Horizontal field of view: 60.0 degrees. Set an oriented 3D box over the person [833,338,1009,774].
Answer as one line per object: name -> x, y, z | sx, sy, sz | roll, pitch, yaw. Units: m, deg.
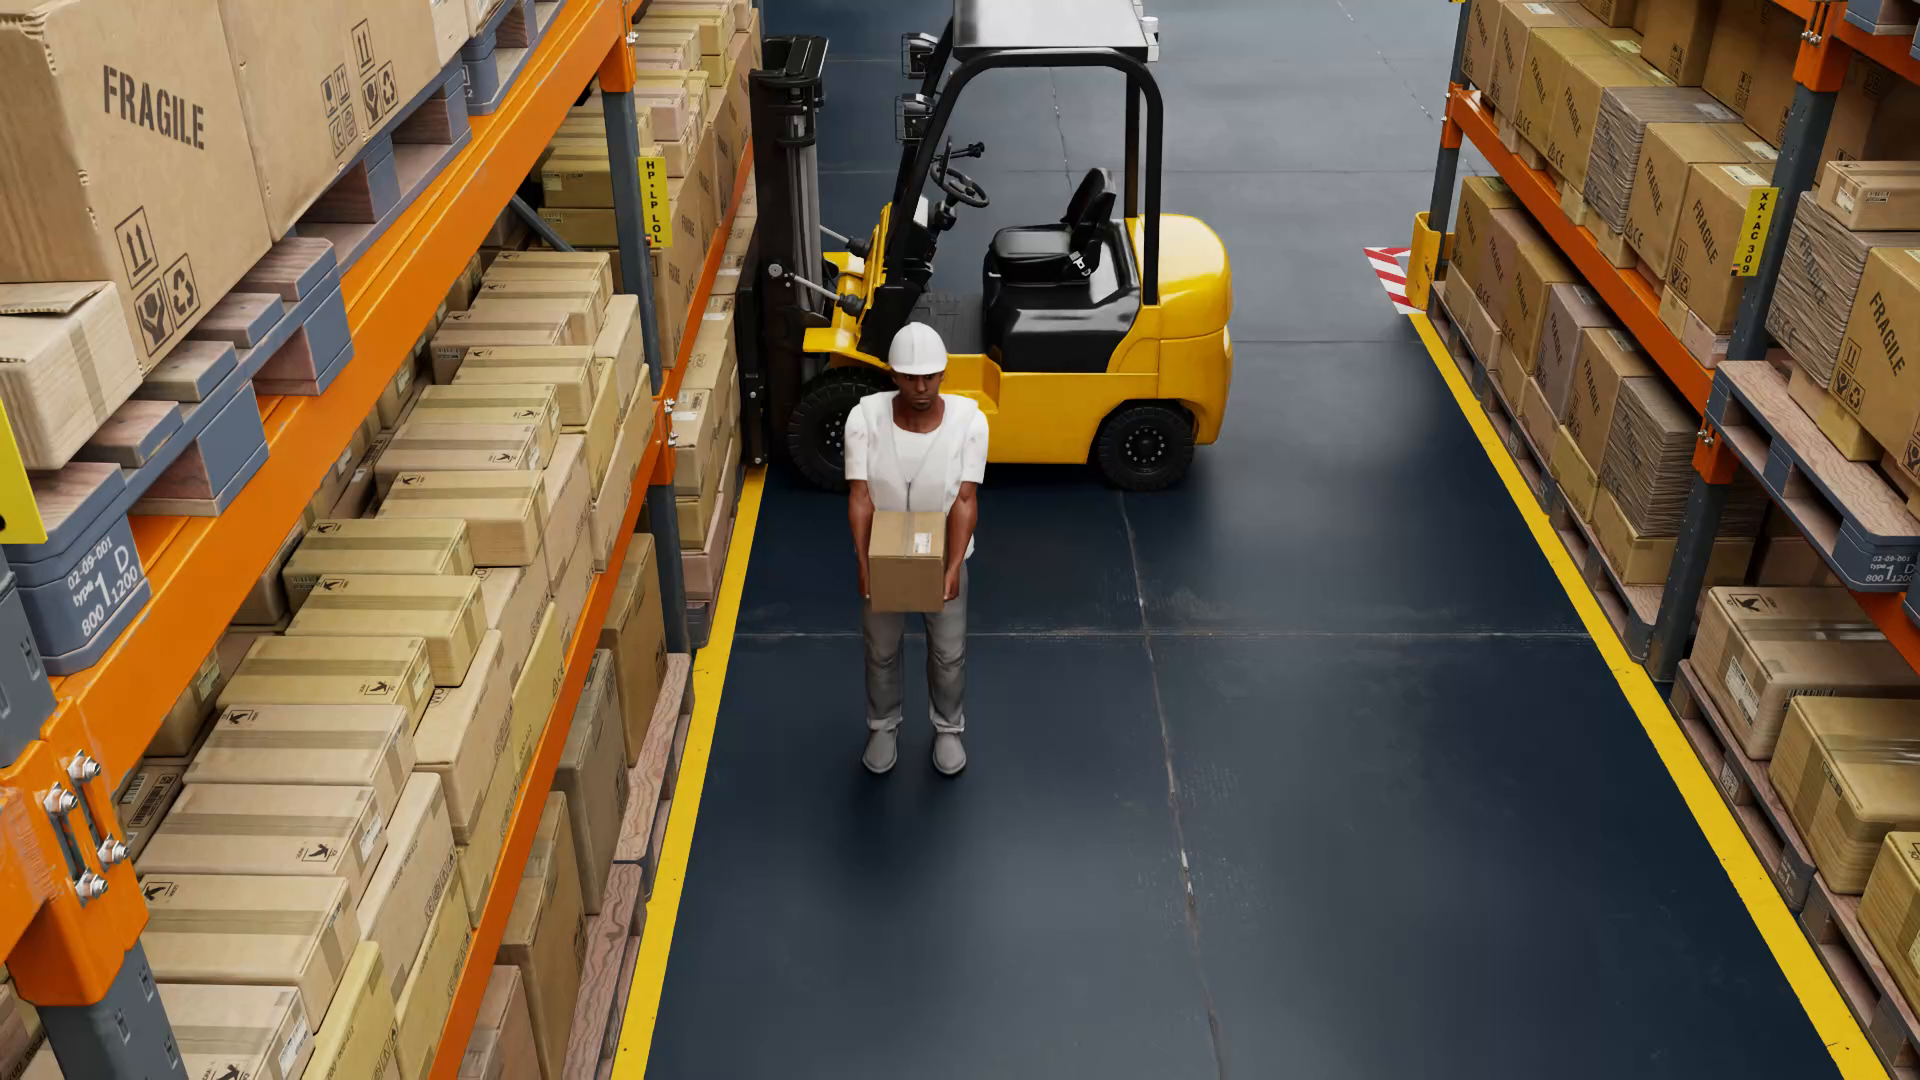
person -> -0.141, 0.069, 6.005 | 0.635, 1.760, 0.453 | -1, 31, -2
